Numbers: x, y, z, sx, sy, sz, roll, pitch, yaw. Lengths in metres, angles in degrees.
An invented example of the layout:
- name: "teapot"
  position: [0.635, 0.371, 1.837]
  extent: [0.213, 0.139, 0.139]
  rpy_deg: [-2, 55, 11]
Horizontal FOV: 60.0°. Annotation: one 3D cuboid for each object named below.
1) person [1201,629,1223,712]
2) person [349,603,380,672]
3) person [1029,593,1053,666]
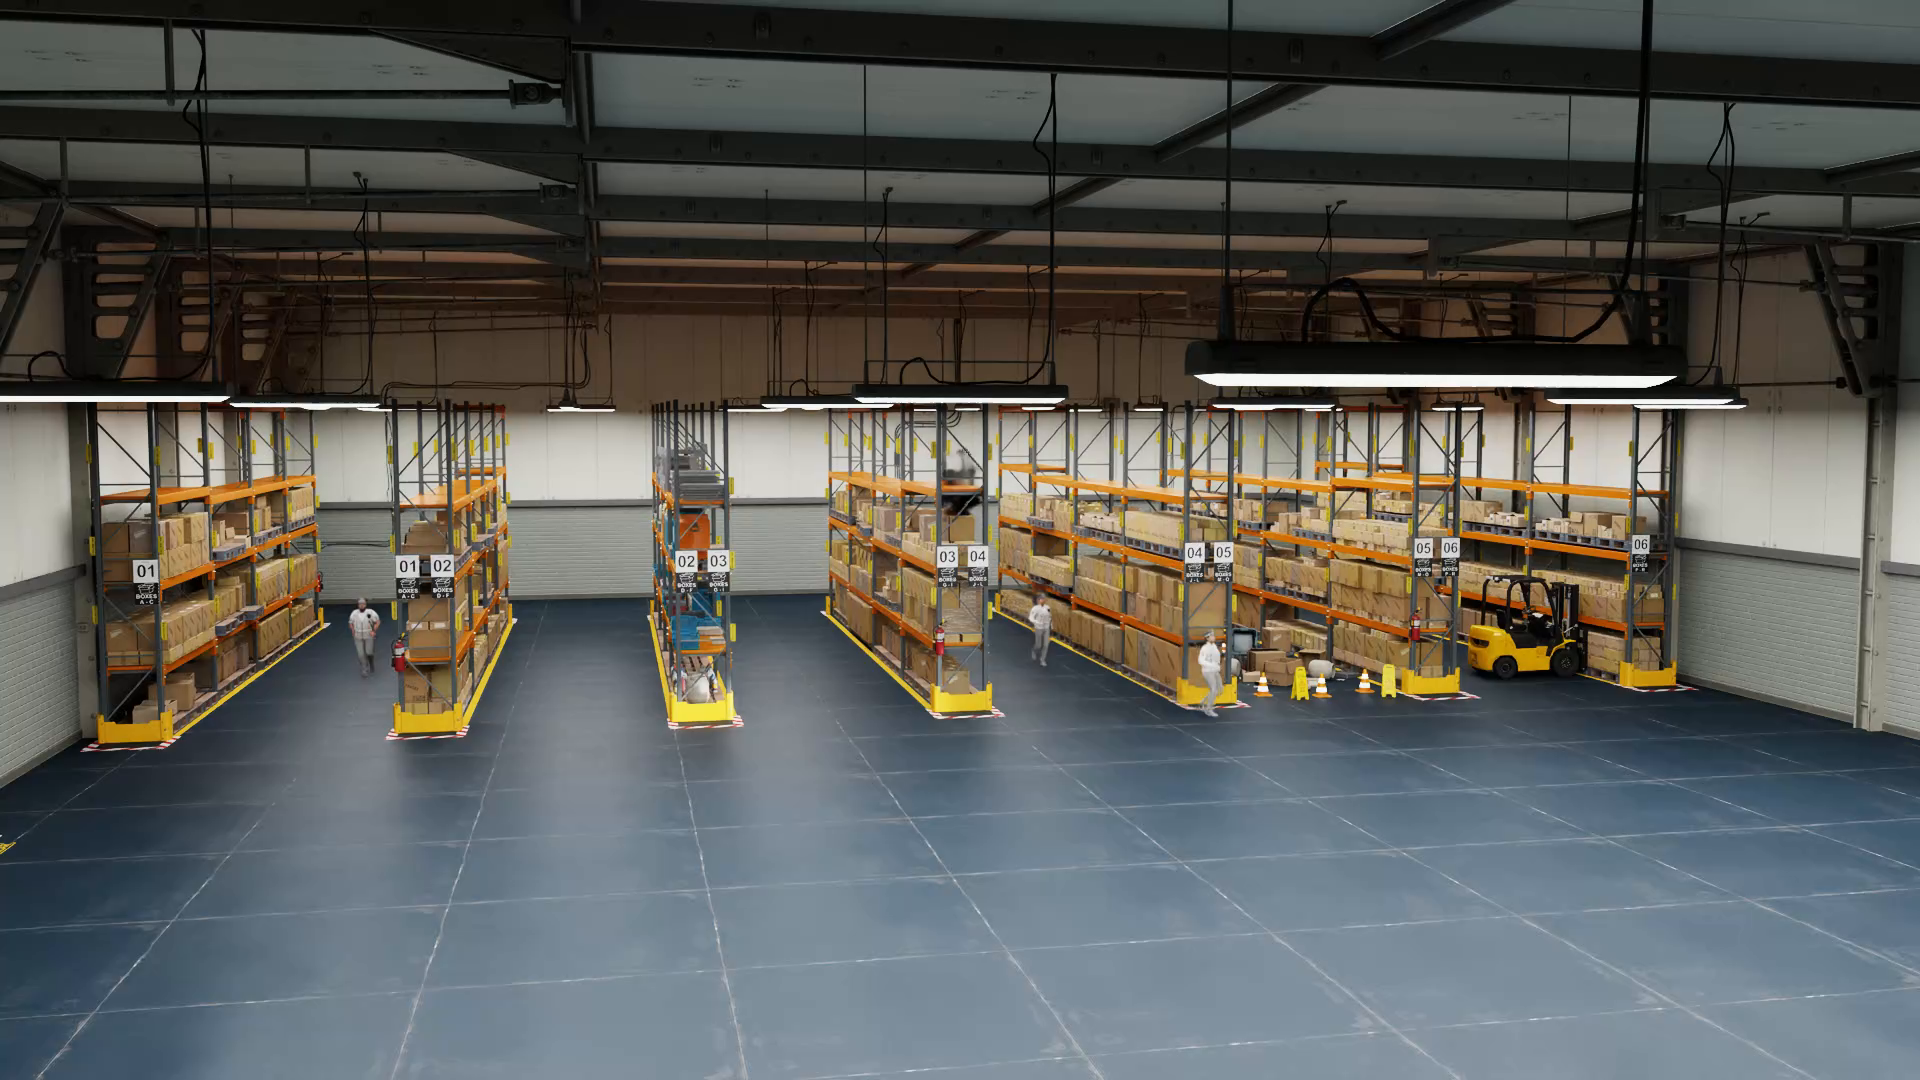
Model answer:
- name: "person"
  position: [4.777, 2.480, 31.655]
  extent: [0.432, 1.593, 0.369]
  rpy_deg: [3, 5, 37]
- name: "person"
  position: [-13.020, 2.101, 36.301]
  extent: [0.638, 1.604, 0.551]
  rpy_deg: [-1, 4, -11]
- name: "person"
  position: [1.857, 2.026, 38.020]
  extent: [0.619, 1.663, 0.666]
  rpy_deg: [-2, 5, -20]
